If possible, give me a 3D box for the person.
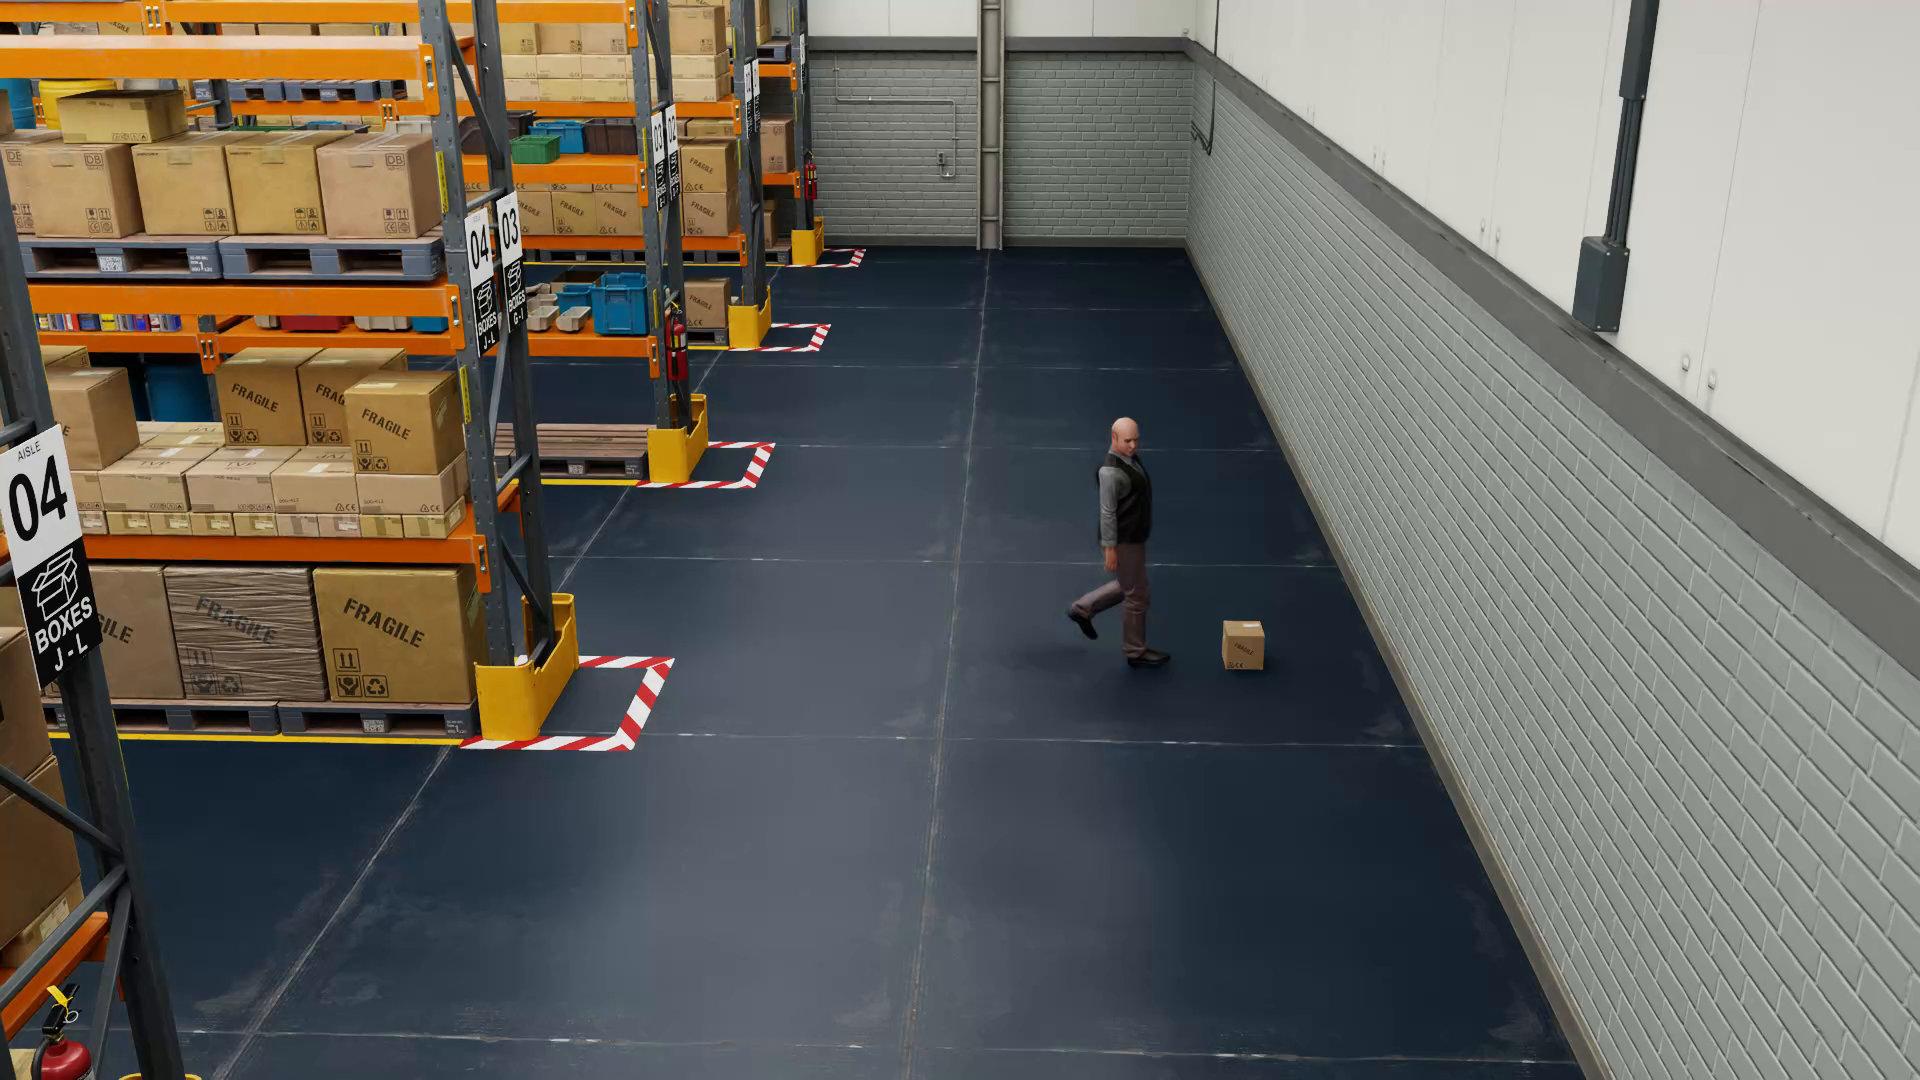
[{"bbox_3d":[1.076,0.000,11.093,0.750,1.713,0.551,5,21,13],"label":"person"}]
